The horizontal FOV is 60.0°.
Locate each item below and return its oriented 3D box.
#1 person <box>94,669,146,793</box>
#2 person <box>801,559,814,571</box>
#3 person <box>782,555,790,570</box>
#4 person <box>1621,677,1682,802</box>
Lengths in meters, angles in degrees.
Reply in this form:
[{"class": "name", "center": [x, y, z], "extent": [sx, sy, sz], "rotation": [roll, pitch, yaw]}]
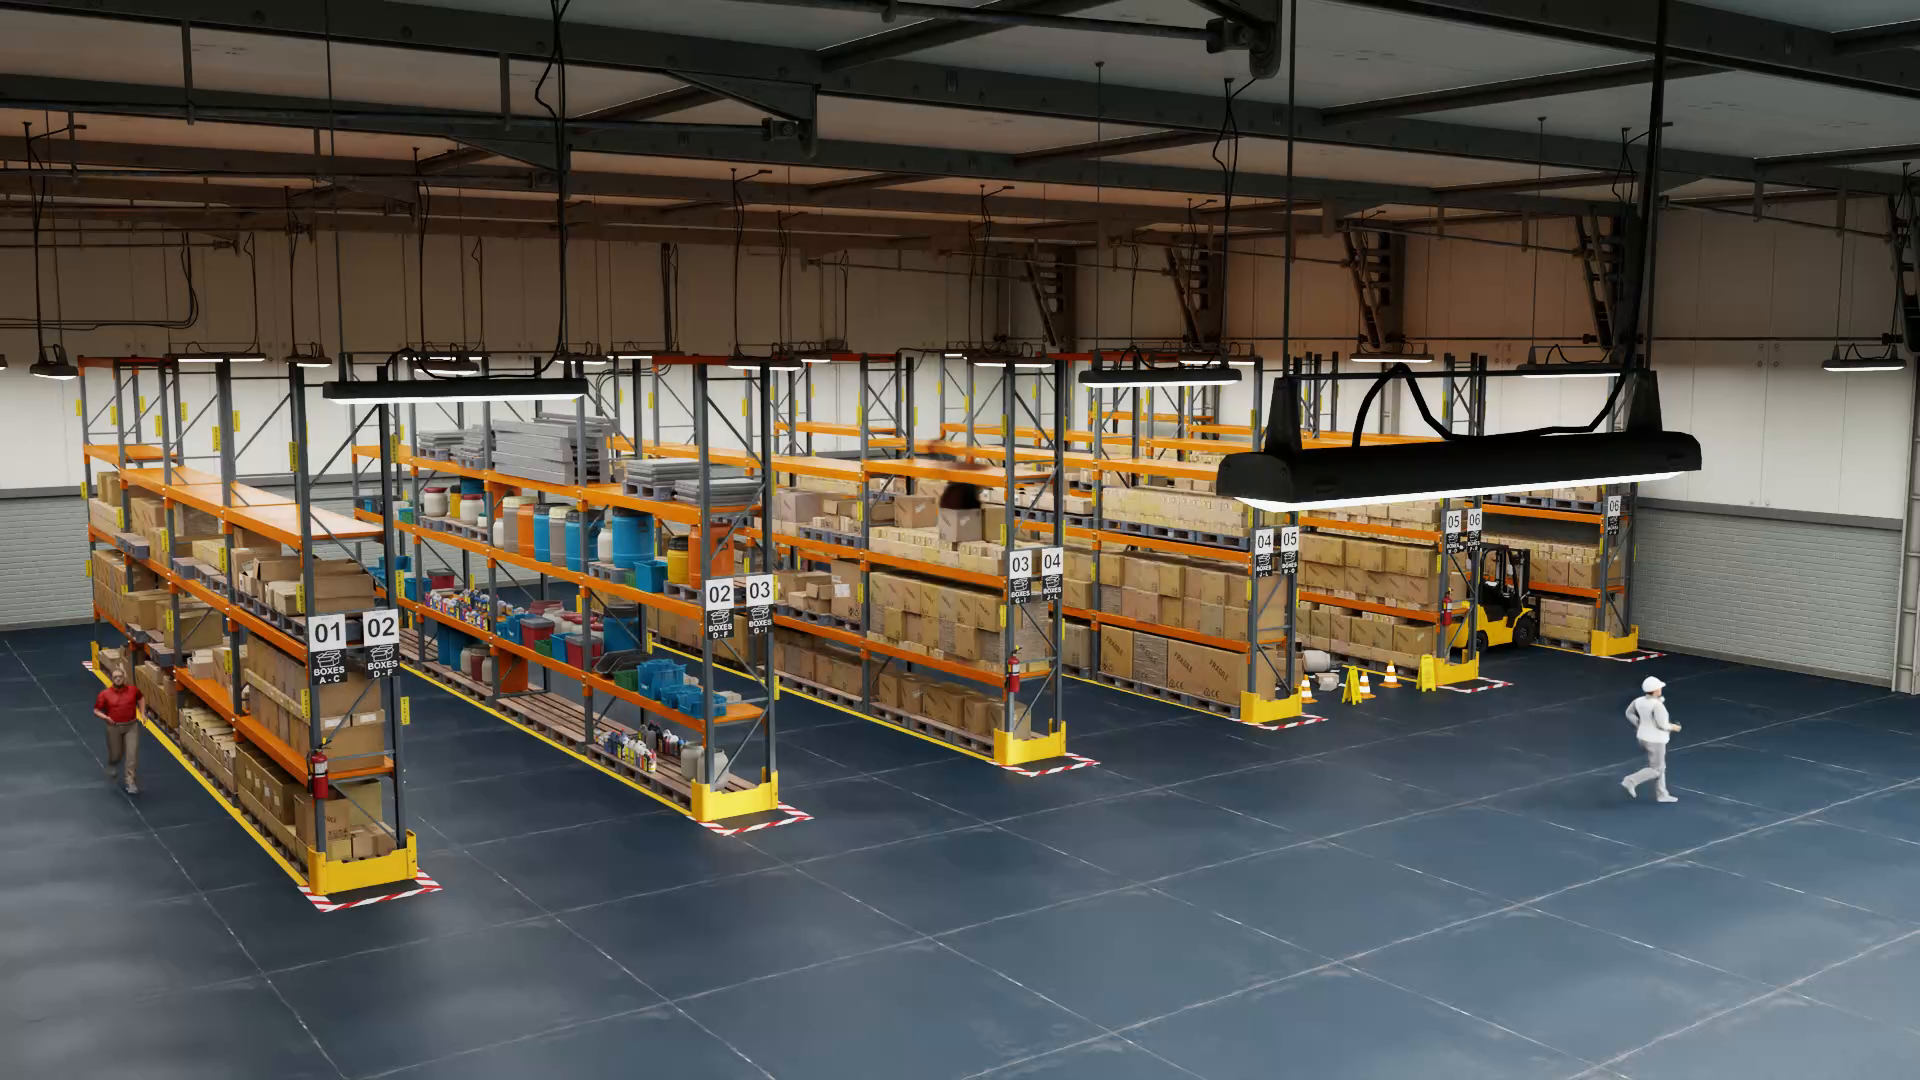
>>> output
[{"class": "person", "center": [-11.761, 2.658, 23.362], "extent": [0.678, 1.693, 0.992], "rotation": [-5, 8, -35]}, {"class": "person", "center": [-3.835, 0.406, 42.327], "extent": [0.683, 1.605, 0.582], "rotation": [-4, 8, -33]}, {"class": "person", "center": [-4.314, 0.344, 42.142], "extent": [0.952, 1.711, 0.754], "rotation": [2, 7, 13]}, {"class": "person", "center": [9.376, 2.723, 22.574], "extent": [0.904, 1.758, 0.660], "rotation": [-1, 7, -10]}]
